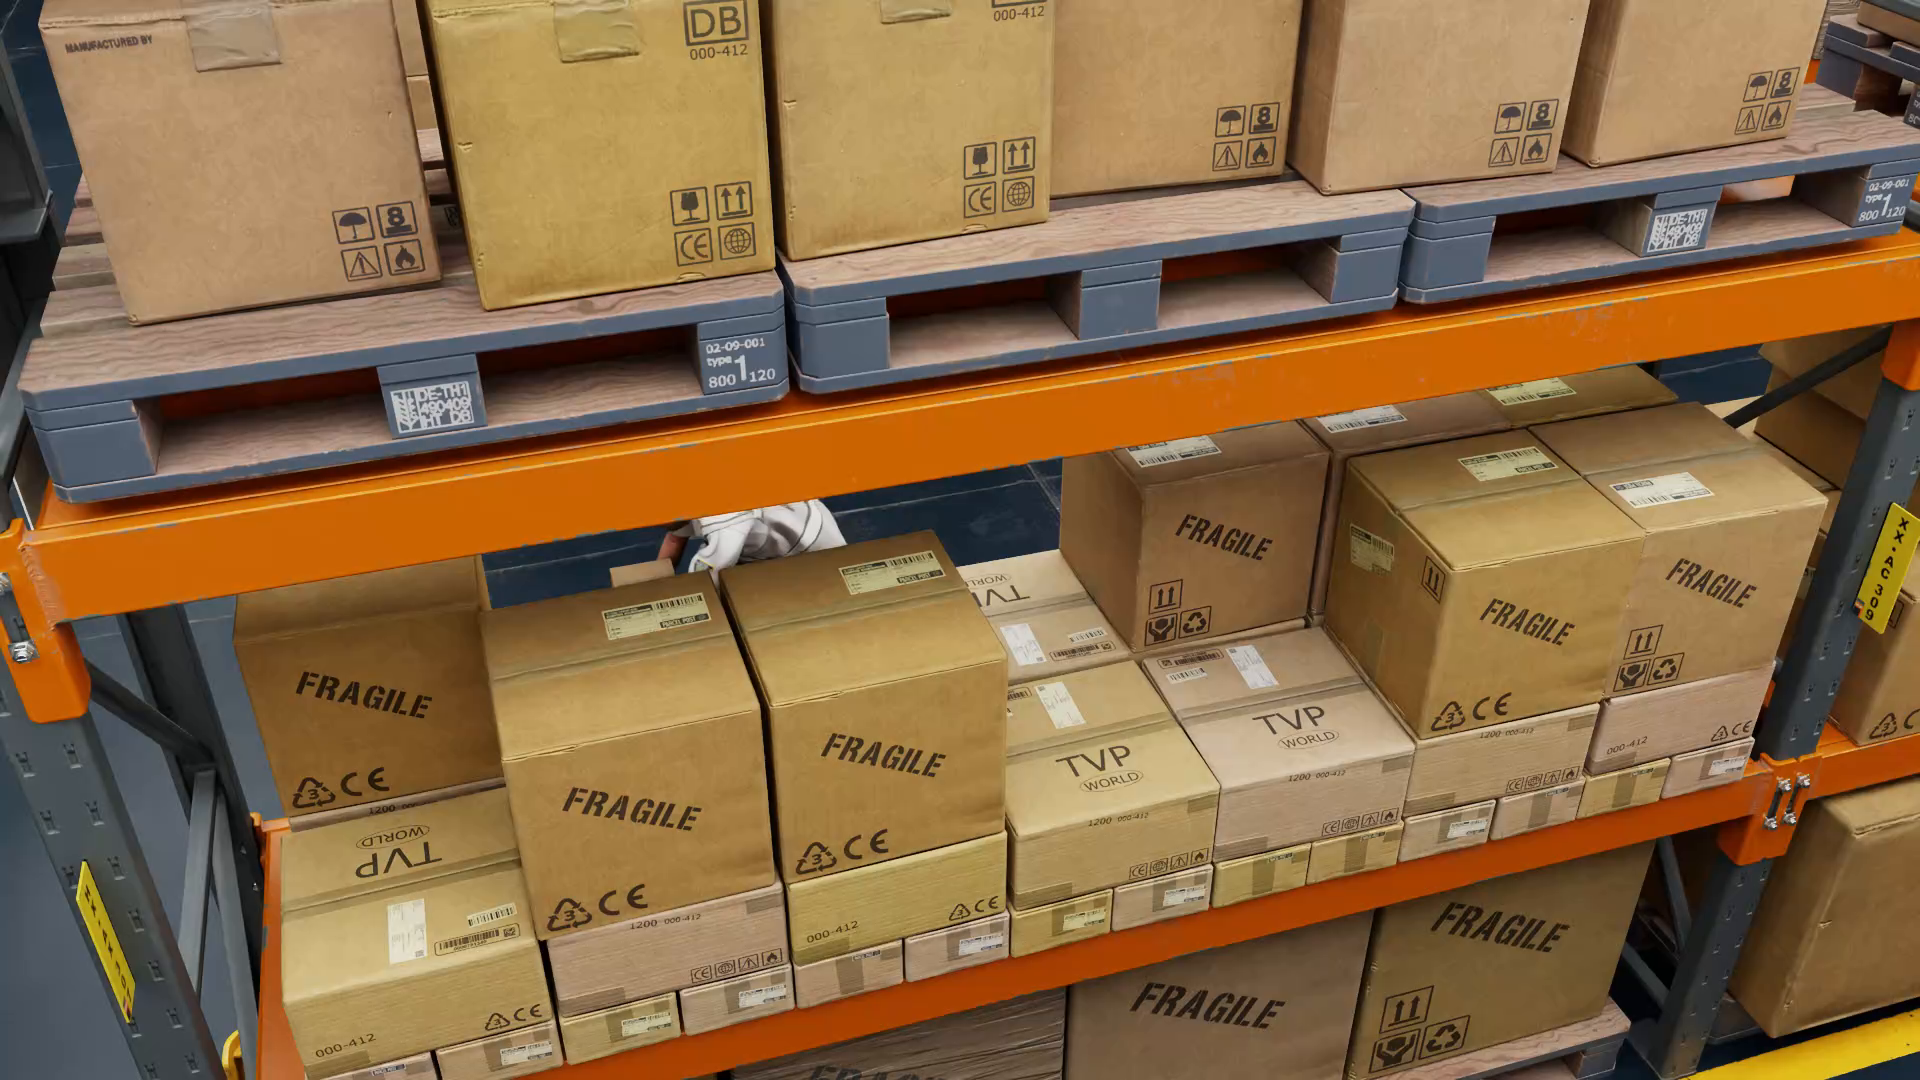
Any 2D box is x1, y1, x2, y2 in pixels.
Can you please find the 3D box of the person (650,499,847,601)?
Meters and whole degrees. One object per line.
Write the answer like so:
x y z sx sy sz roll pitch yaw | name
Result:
-0.911 0.065 6.716 0.910 1.009 0.566 -10 35 -15 | person
